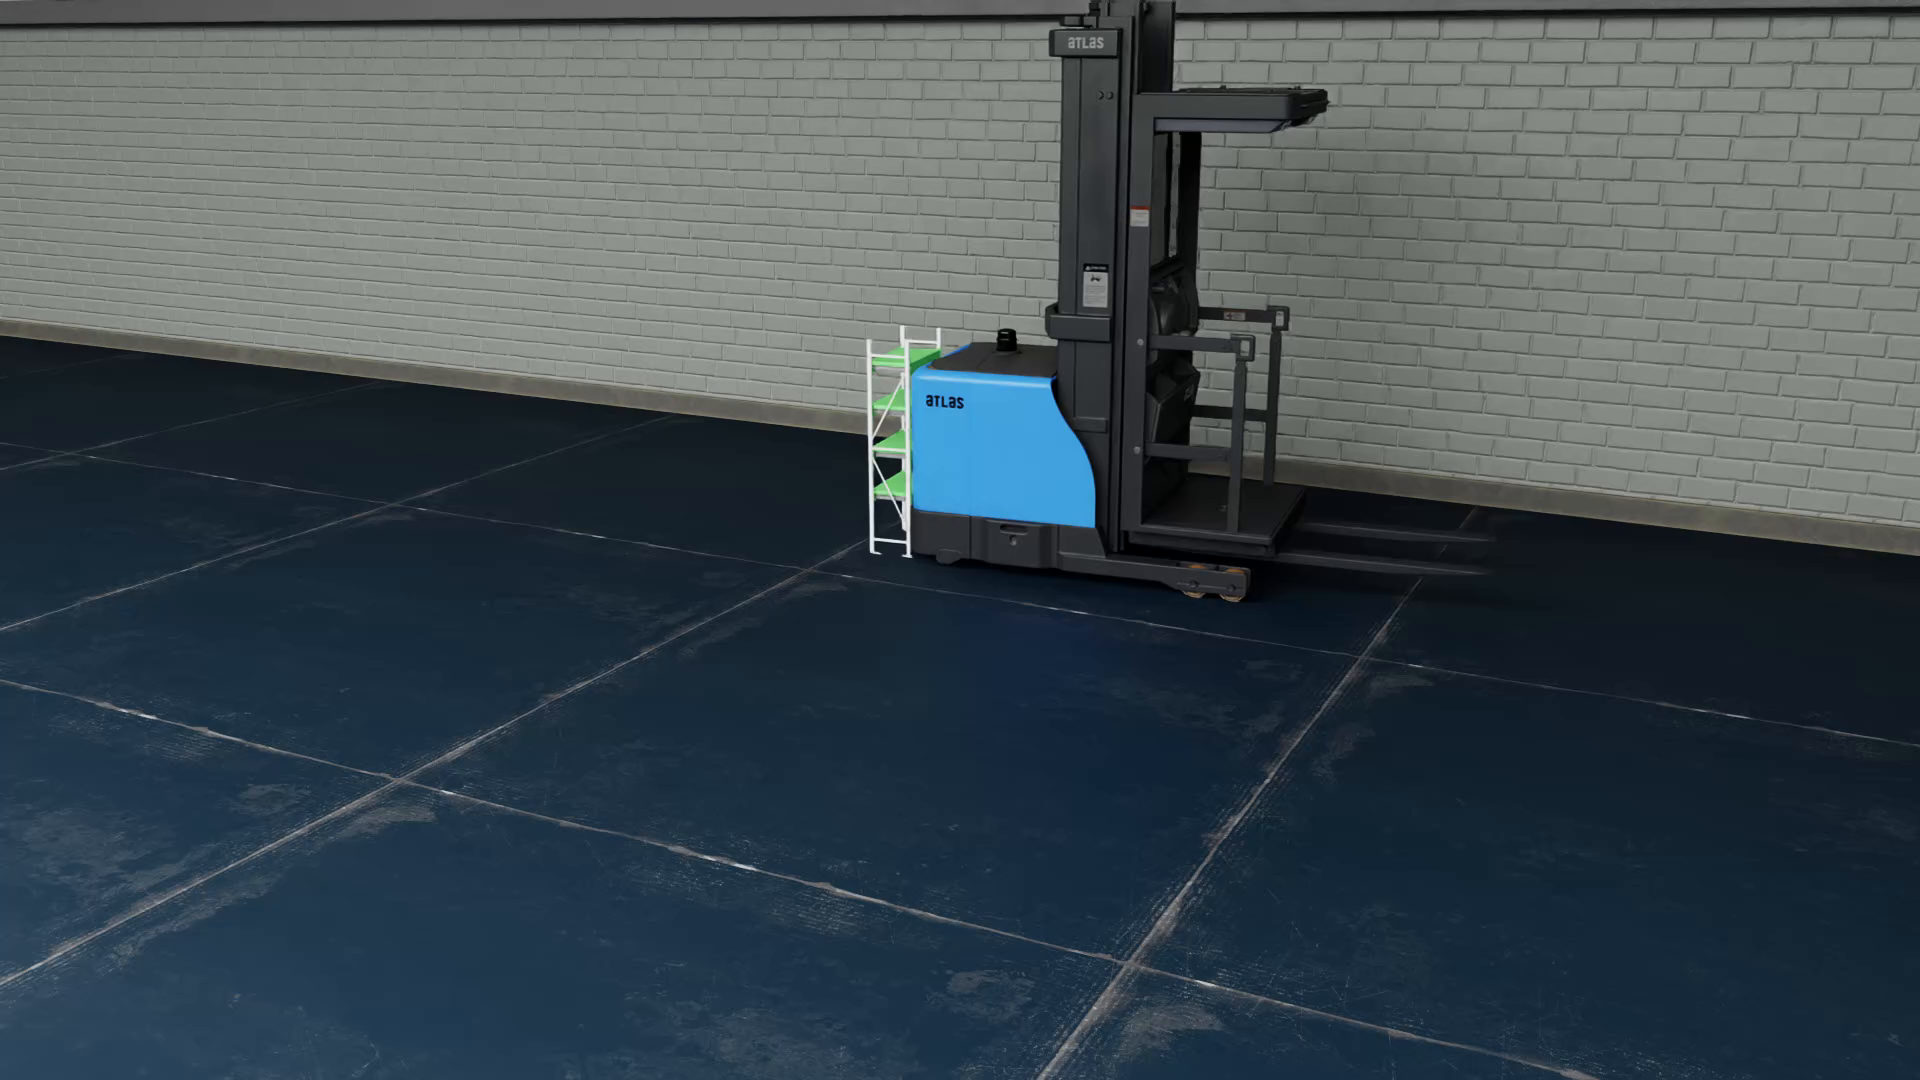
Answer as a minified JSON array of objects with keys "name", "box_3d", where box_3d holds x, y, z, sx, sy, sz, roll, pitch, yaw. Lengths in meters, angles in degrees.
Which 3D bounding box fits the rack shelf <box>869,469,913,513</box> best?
[{"name":"rack shelf","box_3d":[-0.303,-0.266,9.379,0.258,0.148,0.480,6,18,19]}]

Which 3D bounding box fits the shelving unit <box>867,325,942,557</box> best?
[{"name":"shelving unit","box_3d":[-0.303,-0.557,9.293,0.258,1.200,0.503,6,18,19]}]

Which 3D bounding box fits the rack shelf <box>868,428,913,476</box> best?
[{"name":"rack shelf","box_3d":[-0.303,-0.496,9.311,0.258,0.148,0.480,6,18,19]}]

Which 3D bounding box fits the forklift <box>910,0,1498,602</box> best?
[{"name":"forklift","box_3d":[1.303,-1.261,8.623,3.031,2.935,1.130,6,18,19]}]

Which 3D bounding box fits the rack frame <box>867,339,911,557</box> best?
[{"name":"rack frame","box_3d":[-0.385,-0.492,9.073,0.240,1.200,0.015,6,18,19]}]

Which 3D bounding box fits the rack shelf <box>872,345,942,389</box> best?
[{"name":"rack shelf","box_3d":[-0.303,-0.956,9.174,0.258,0.148,0.480,6,18,19]}]

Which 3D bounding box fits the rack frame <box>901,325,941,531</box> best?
[{"name":"rack frame","box_3d":[-0.220,-0.622,9.513,0.240,1.200,0.015,6,18,19]}]

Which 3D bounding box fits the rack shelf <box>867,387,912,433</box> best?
[{"name":"rack shelf","box_3d":[-0.303,-0.726,9.243,0.258,0.148,0.480,6,18,19]}]
